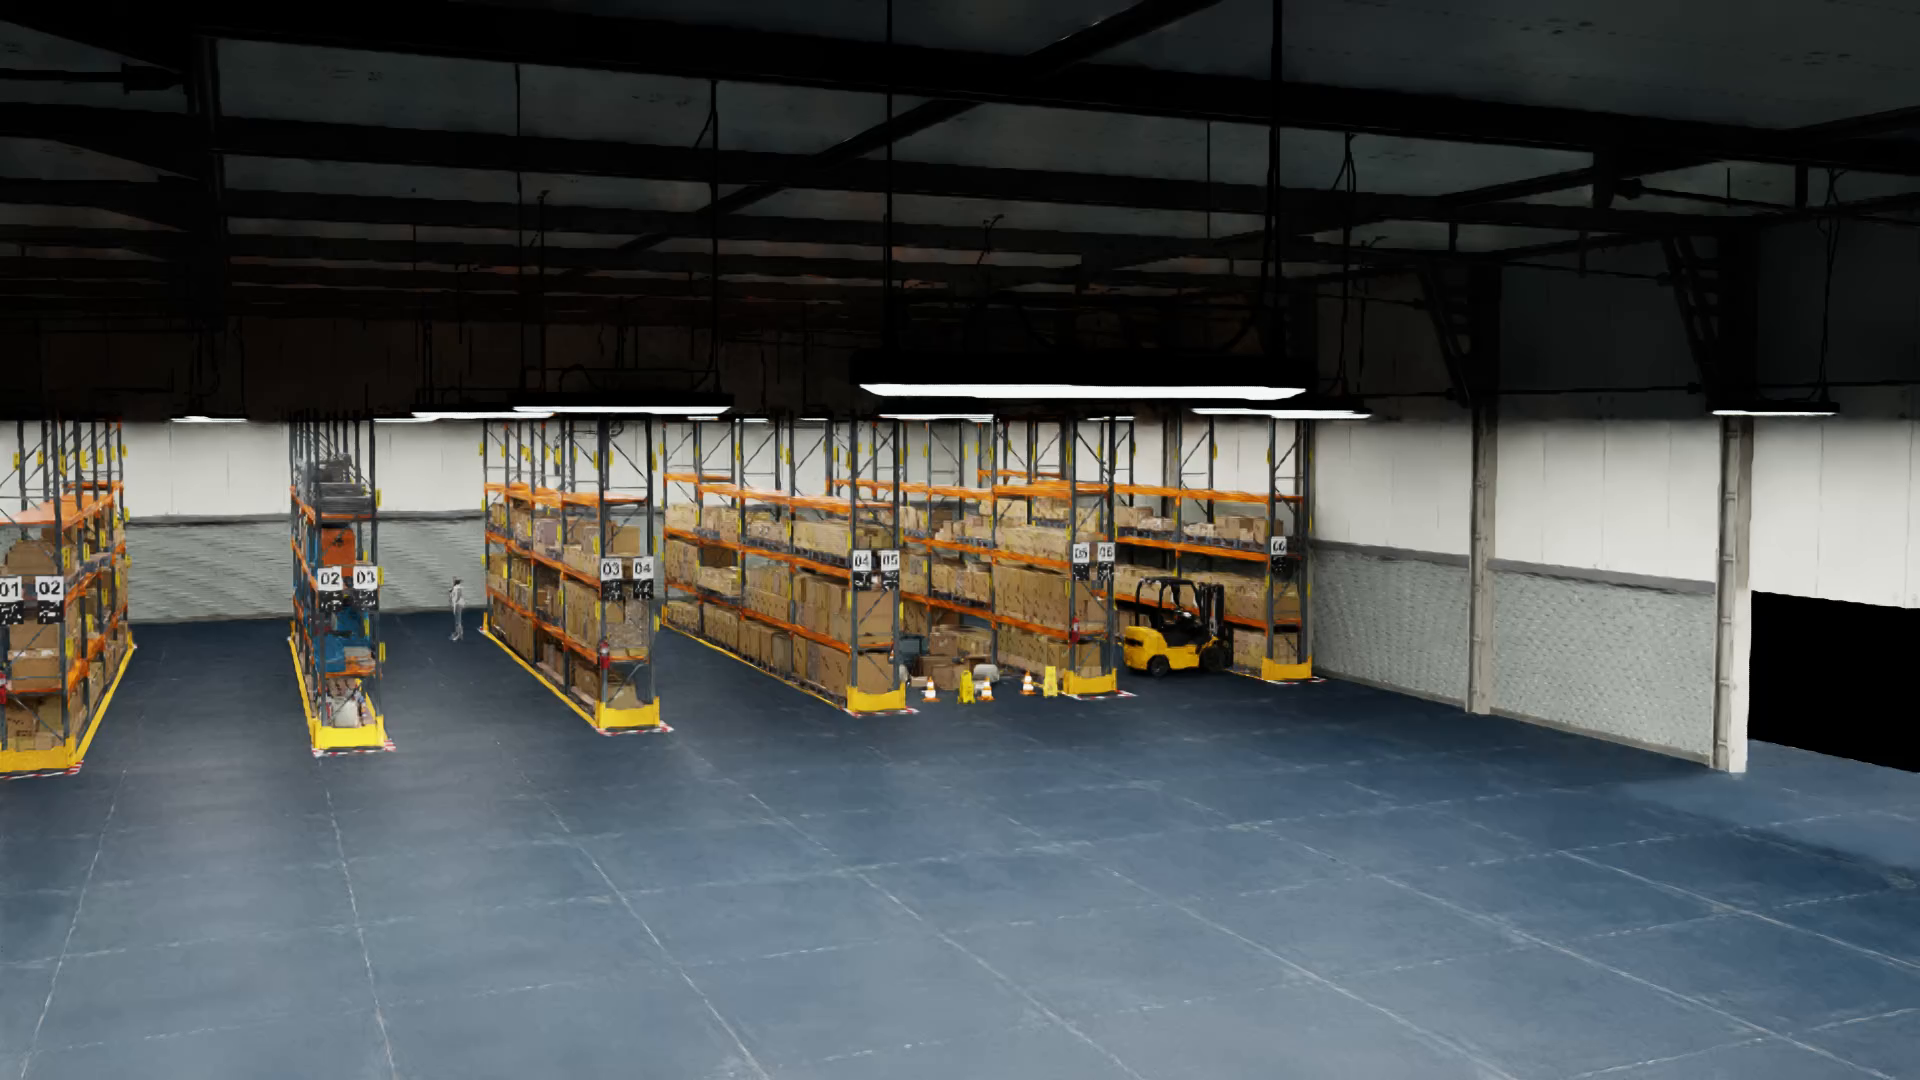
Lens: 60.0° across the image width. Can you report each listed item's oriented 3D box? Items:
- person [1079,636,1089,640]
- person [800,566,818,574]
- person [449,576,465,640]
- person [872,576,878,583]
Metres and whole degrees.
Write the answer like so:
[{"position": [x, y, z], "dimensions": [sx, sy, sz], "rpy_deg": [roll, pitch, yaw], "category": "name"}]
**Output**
[{"position": [2.951, 1.932, 41.329], "dimensions": [0.580, 1.763, 0.673], "rpy_deg": [0, 4, 6], "category": "person"}, {"position": [-4.813, 1.149, 53.189], "dimensions": [0.632, 1.730, 0.496], "rpy_deg": [2, 5, 30], "category": "person"}, {"position": [-13.359, 1.793, 44.061], "dimensions": [0.459, 1.675, 0.525], "rpy_deg": [0, 4, 6], "category": "person"}, {"position": [-2.250, 1.822, 42.897], "dimensions": [0.581, 1.768, 0.641], "rpy_deg": [0, 4, 0], "category": "person"}]
